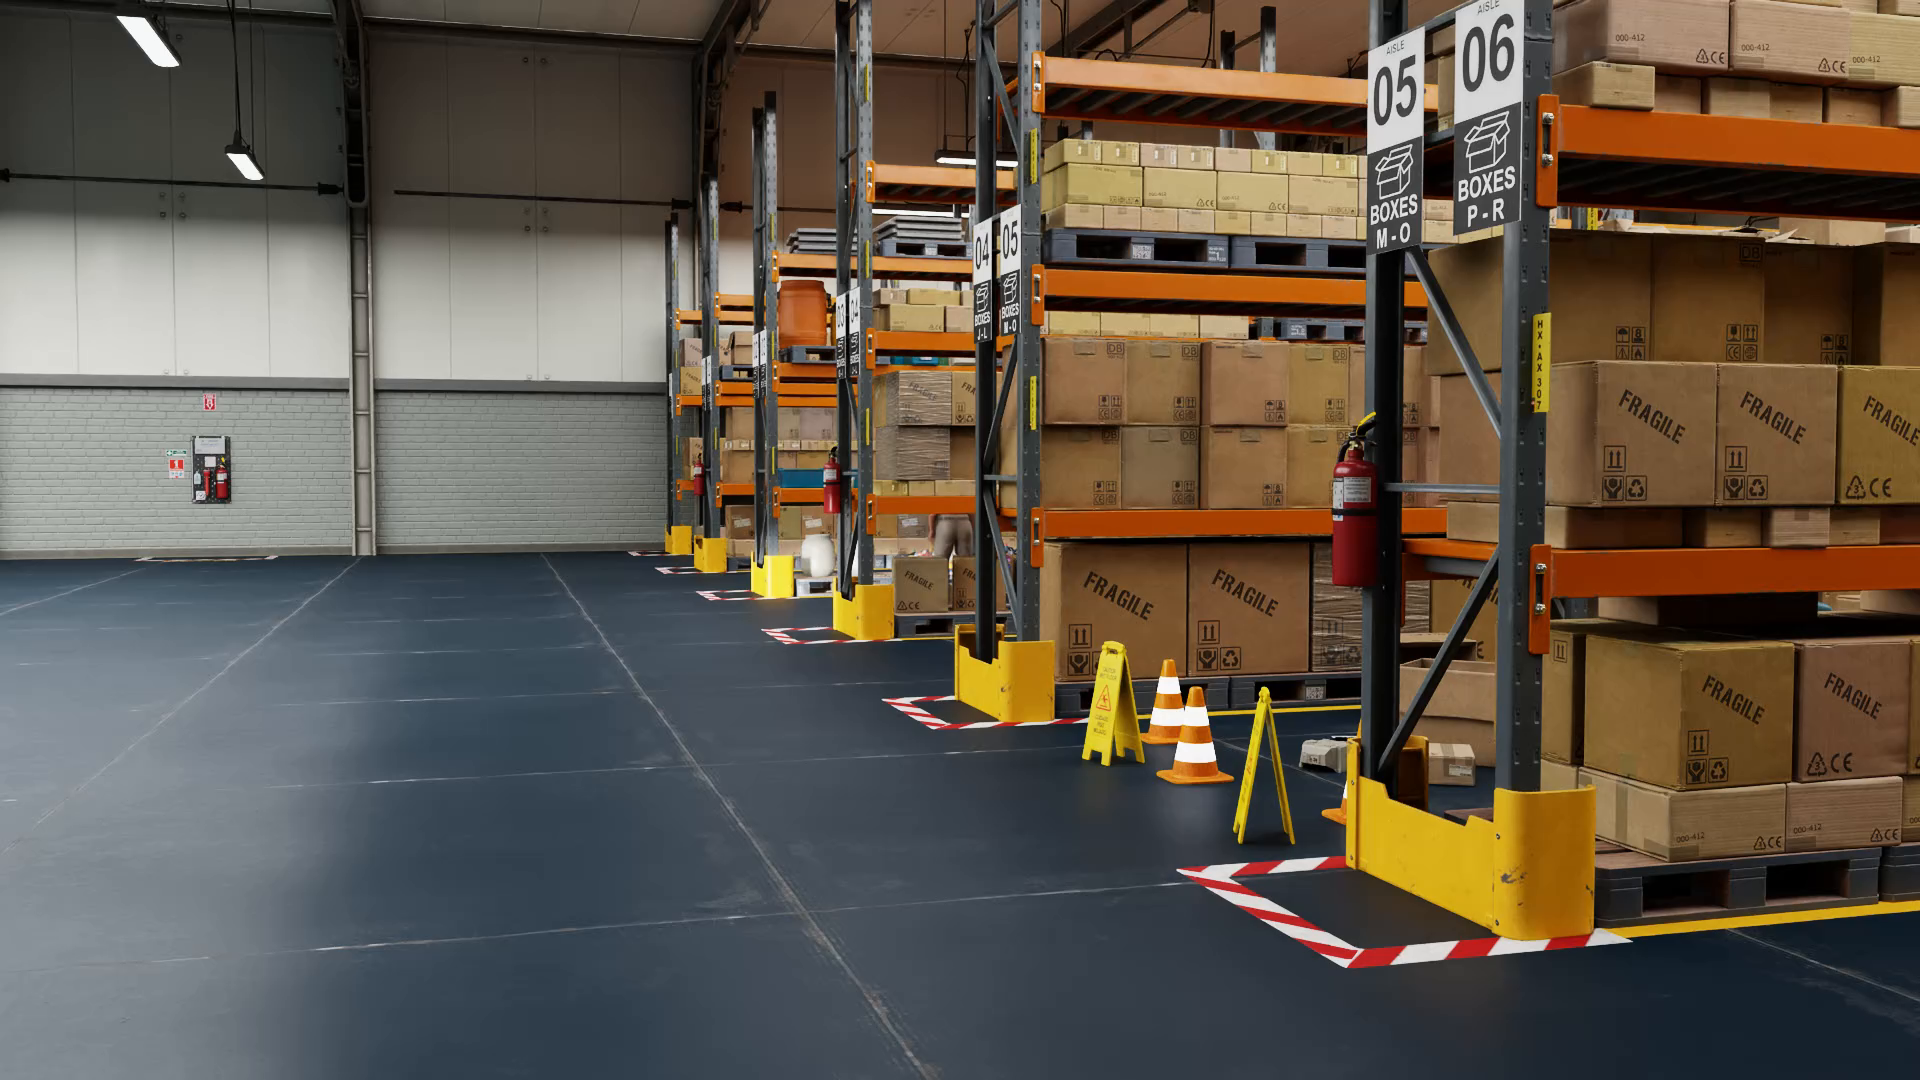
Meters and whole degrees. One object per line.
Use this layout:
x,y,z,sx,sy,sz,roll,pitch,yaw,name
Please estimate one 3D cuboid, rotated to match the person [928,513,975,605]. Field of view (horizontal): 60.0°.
-0.095,-0.085,18.218,0.535,1.718,0.362,-1,3,-15,person
